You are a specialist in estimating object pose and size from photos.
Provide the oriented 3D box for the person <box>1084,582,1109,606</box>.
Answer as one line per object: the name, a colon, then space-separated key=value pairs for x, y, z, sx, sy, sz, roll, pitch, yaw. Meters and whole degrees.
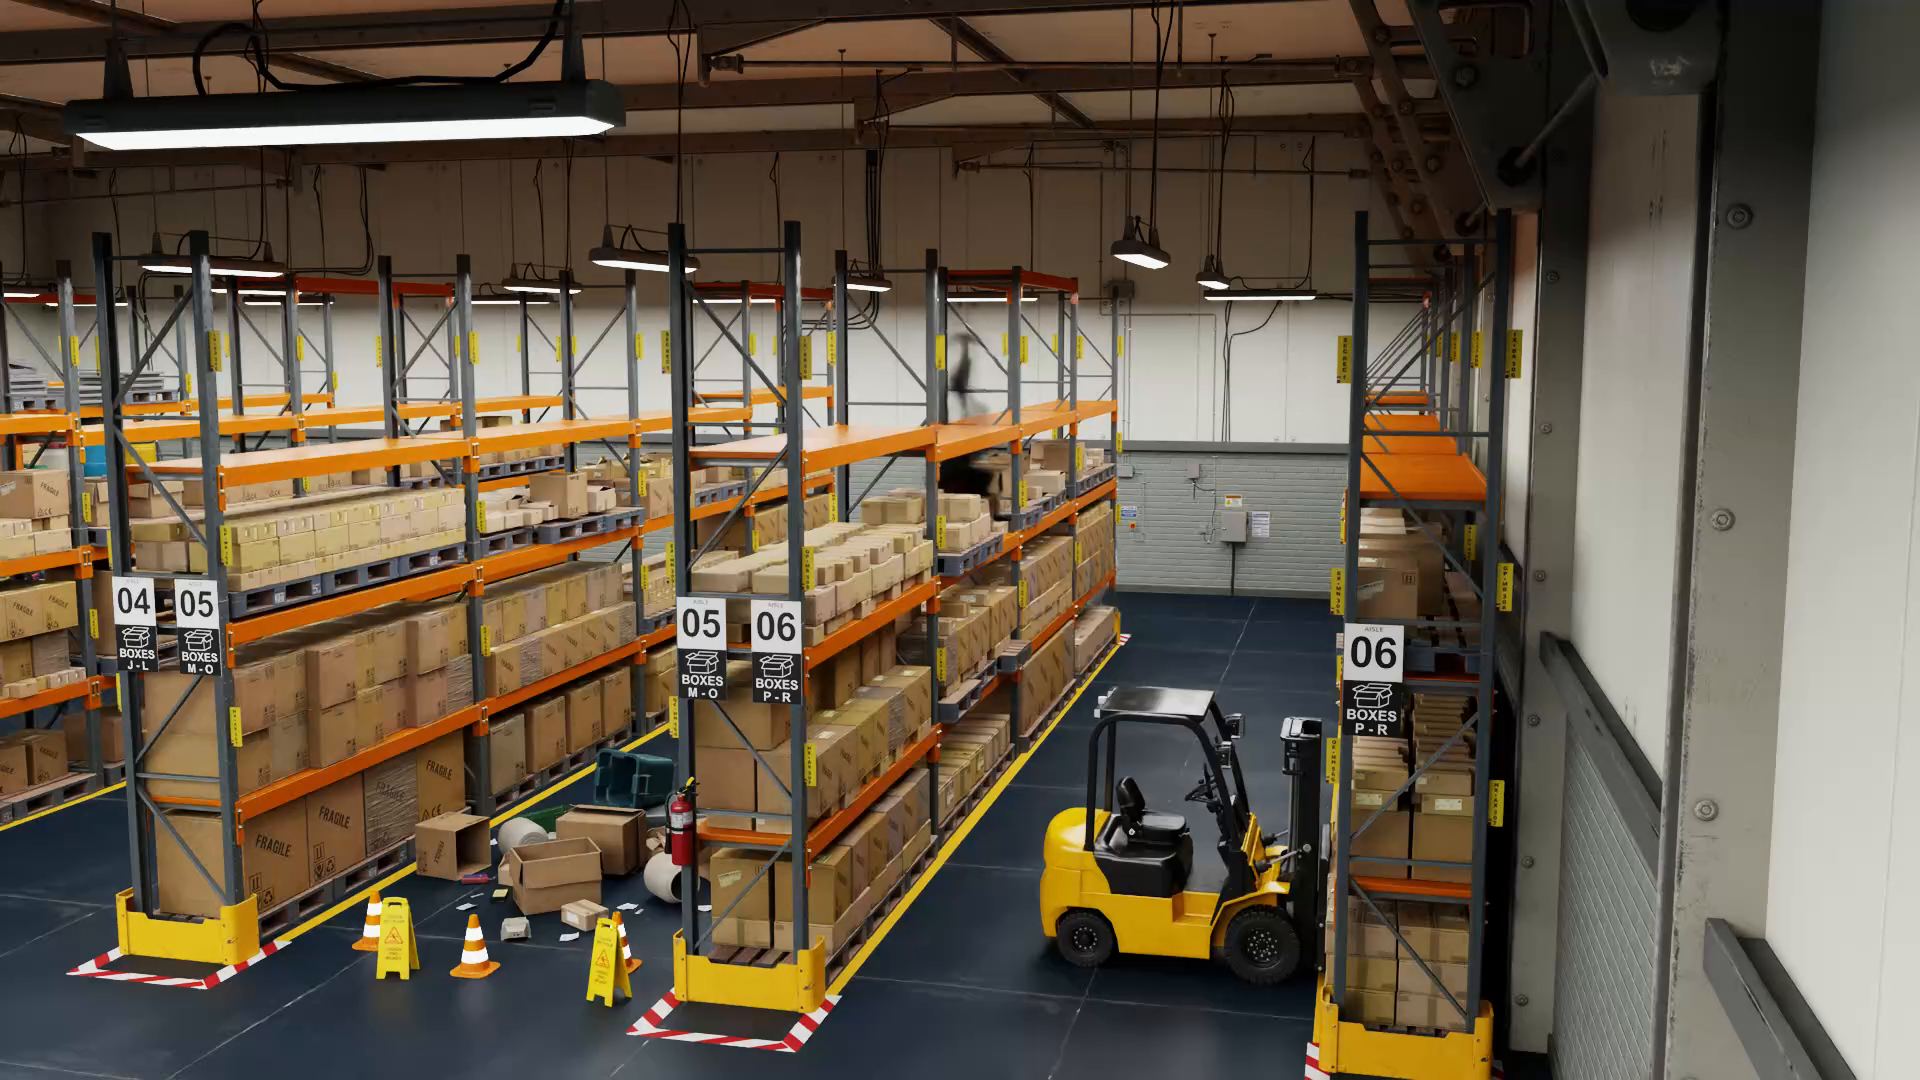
person: x=2.404 y=0.751 z=29.163 sx=0.595 sy=1.734 sz=0.660 roll=1 pitch=7 yaw=5

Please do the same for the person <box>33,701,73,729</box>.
person: x=-11.839 y=1.754 z=21.403 sx=0.746 sy=1.715 sz=1.059 roll=1 pitch=7 yaw=8
